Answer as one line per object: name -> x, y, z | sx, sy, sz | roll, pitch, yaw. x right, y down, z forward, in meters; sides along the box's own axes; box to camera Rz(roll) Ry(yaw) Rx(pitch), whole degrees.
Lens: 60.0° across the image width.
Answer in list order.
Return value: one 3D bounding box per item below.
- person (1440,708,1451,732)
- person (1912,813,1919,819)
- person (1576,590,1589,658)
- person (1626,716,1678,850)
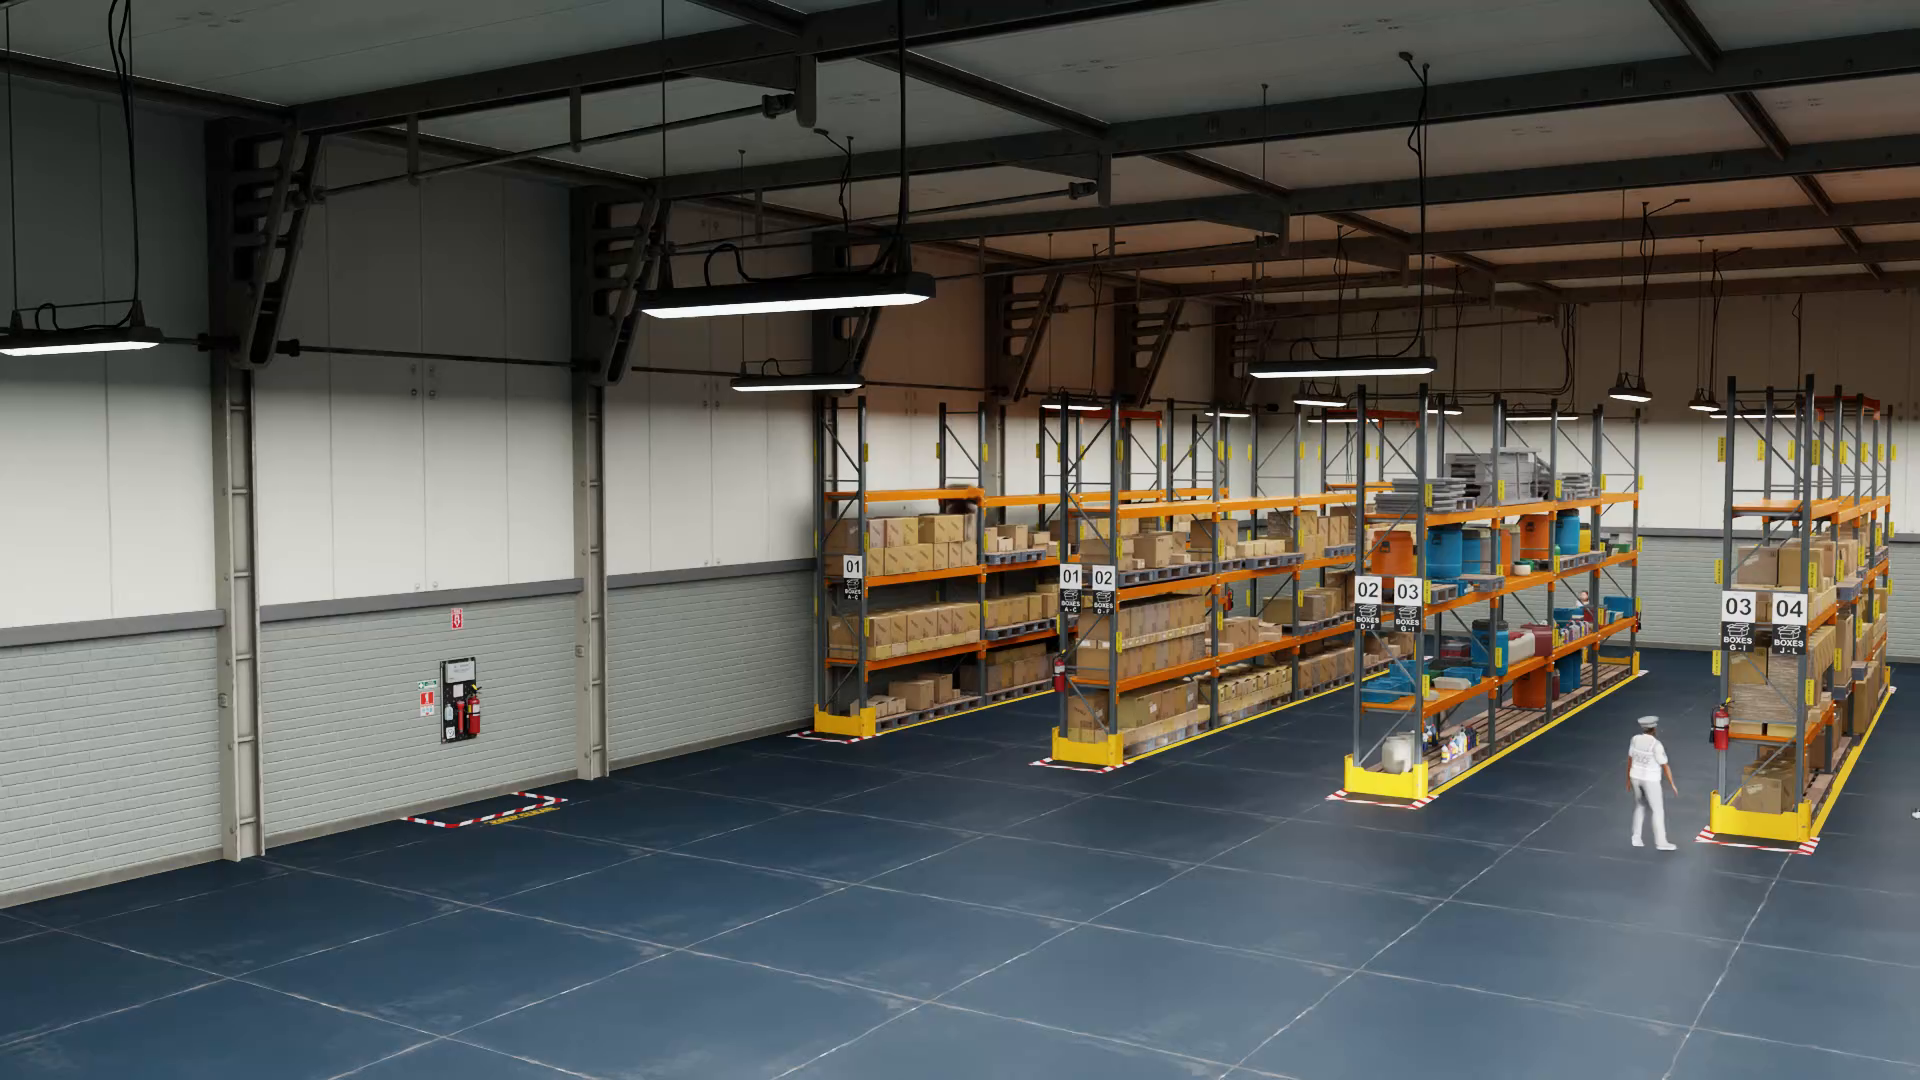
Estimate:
person -> 8.648, 2.631, 29.745 | 0.578, 1.649, 0.746 | -2, 3, -30
person -> 13.352, 2.958, 22.494 | 1.035, 1.739, 0.658 | 0, 3, -2
person -> 15.116, 2.064, 40.283 | 0.526, 1.678, 0.529 | 1, 3, 13
person -> 8.723, 3.060, 20.969 | 0.492, 1.683, 0.588 | -2, 3, -30
